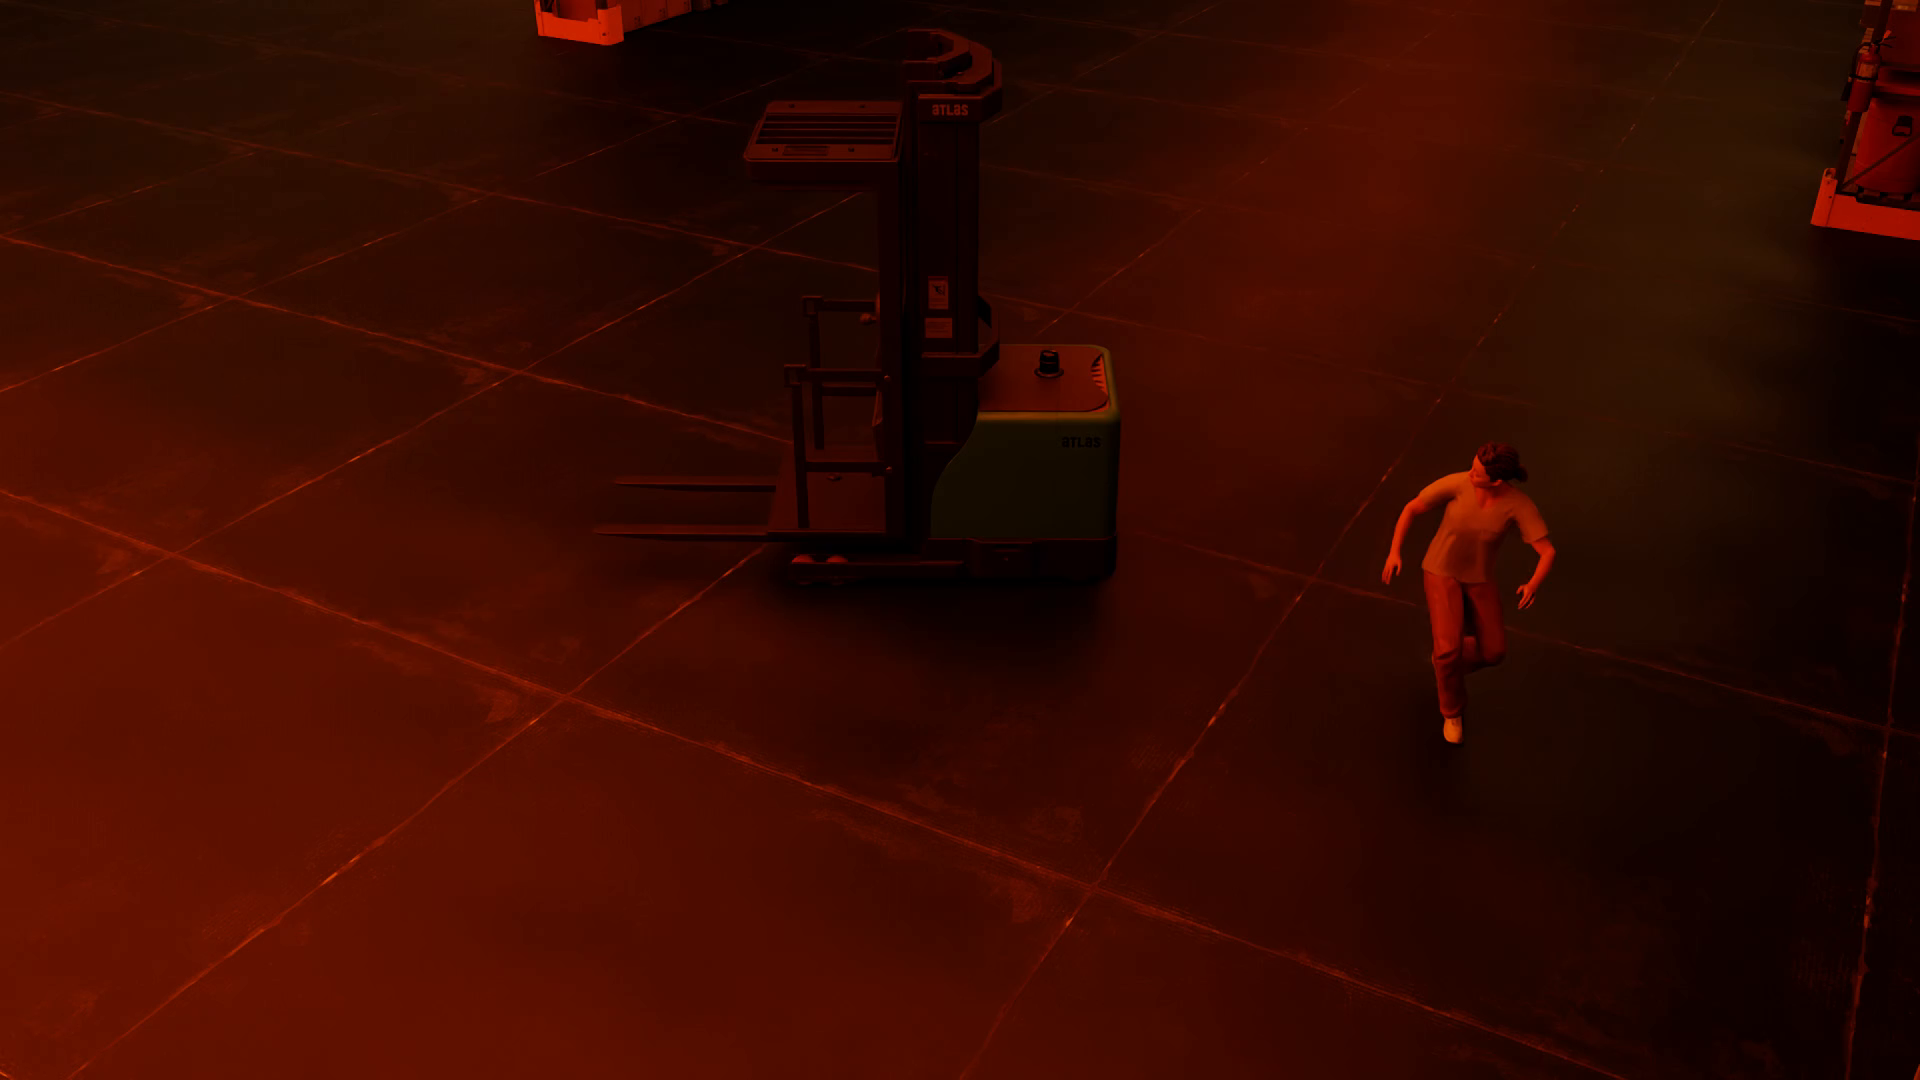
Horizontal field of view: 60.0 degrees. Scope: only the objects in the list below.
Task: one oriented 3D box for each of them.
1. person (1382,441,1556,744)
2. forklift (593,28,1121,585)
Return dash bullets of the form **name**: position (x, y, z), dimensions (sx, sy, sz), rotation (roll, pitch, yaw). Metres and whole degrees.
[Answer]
- **person**: position (2.433, 0.231, 8.056), dimensions (0.774, 1.551, 0.749), rotation (3, 30, 5)
- **forklift**: position (-0.610, -1.275, 9.279), dimensions (3.031, 2.935, 1.130), rotation (0, 30, 1)
